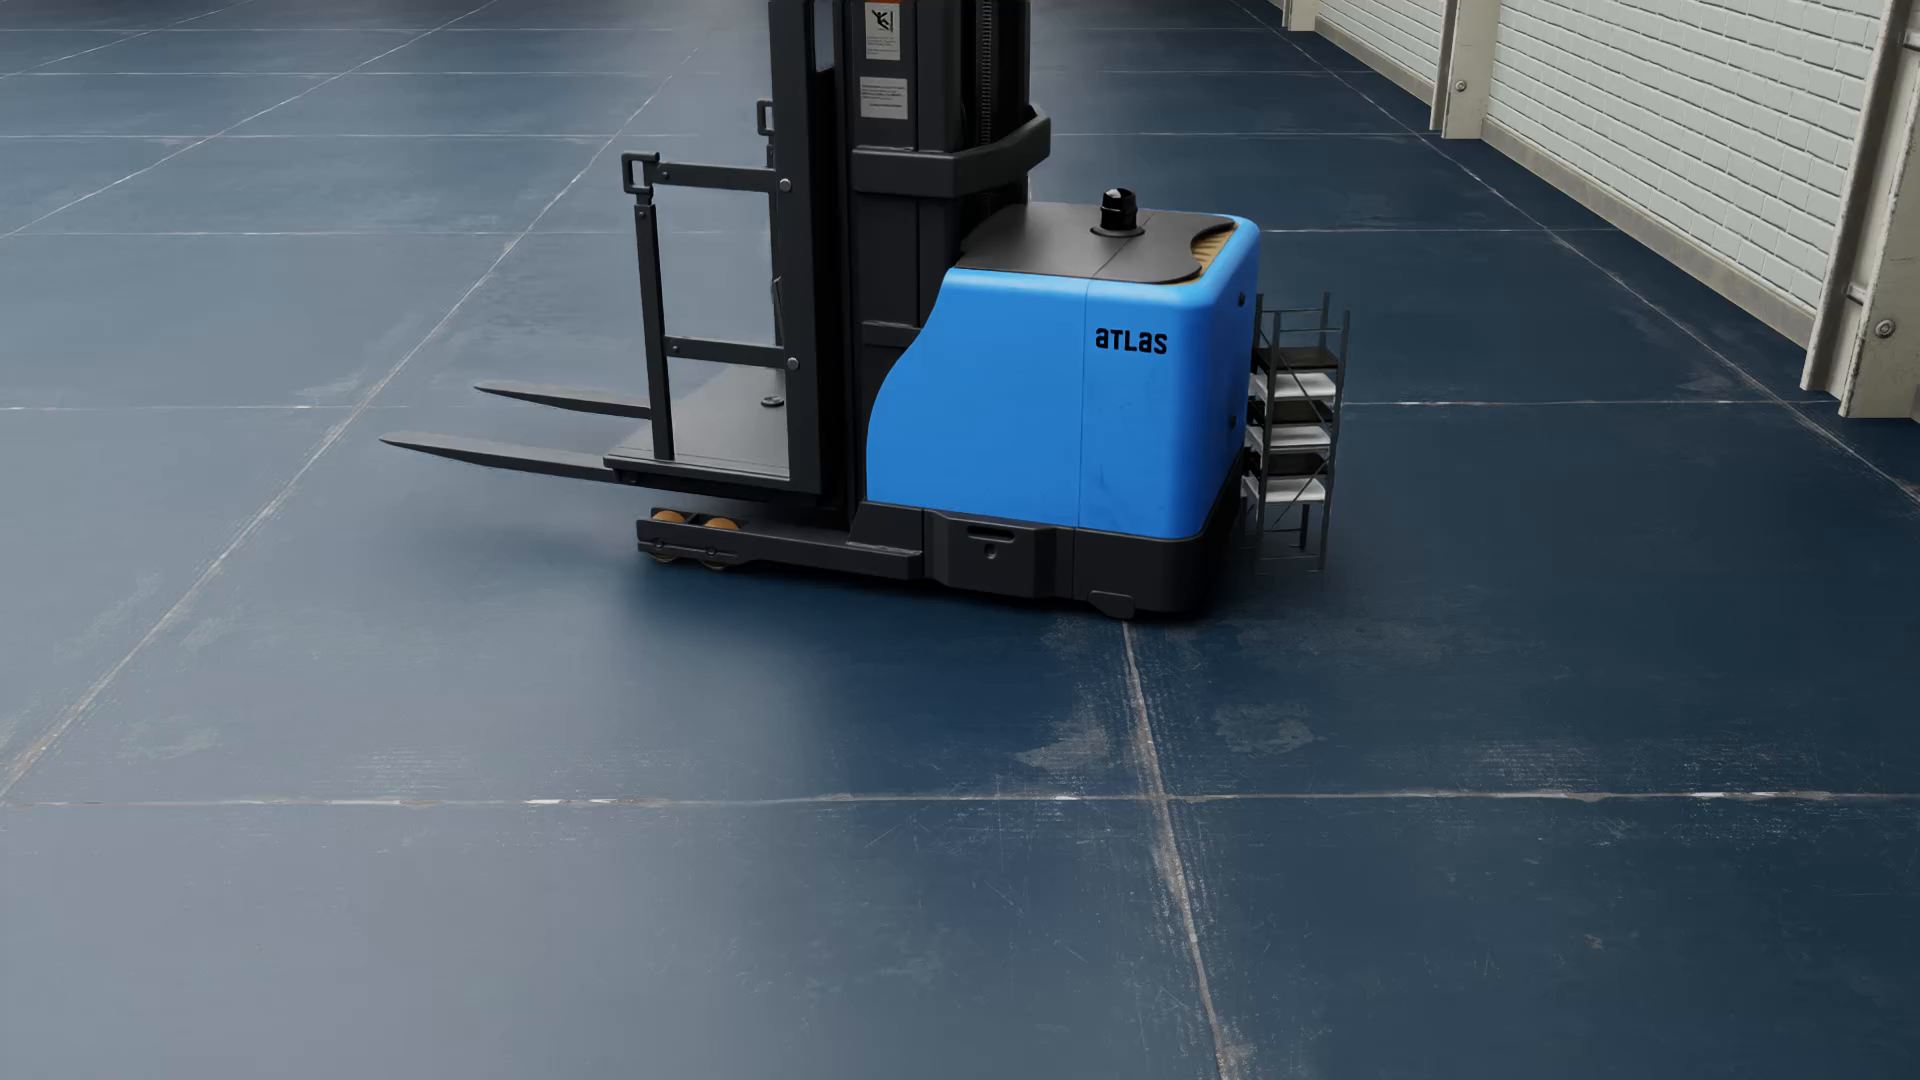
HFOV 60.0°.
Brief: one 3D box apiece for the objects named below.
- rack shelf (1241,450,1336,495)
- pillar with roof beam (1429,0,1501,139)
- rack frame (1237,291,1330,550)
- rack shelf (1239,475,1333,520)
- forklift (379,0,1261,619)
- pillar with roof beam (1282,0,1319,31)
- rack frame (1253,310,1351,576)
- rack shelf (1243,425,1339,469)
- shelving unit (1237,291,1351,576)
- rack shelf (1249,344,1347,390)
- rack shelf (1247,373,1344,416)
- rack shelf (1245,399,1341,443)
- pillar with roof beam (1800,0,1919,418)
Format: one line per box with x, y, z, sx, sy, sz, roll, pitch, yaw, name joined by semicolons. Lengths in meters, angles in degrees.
1.076;-0.228;5.458;0.258;0.077;0.200;-3;25;-6;rack shelf
-0.566;-7.141;10.619;9.100;9.000;0.400;0;24;-1;pillar with roof beam
1.065;-0.382;5.499;0.240;0.900;0.006;-3;25;-6;rack frame
1.076;-0.146;5.496;0.258;0.077;0.200;-3;25;-6;rack shelf
-0.566;-1.436;5.368;3.031;2.935;1.130;8;25;16;forklift
-0.632;-9.614;16.086;9.100;9.000;0.400;0;24;-1;pillar with roof beam
1.087;-0.297;5.315;0.240;0.900;0.006;-3;25;-6;rack frame
1.076;-0.309;5.421;0.258;0.077;0.200;-3;25;-6;rack shelf
1.076;-0.340;5.407;0.258;0.900;0.210;-3;25;-6;shelving unit
1.076;-0.554;5.308;0.258;0.077;0.200;-3;25;-6;rack shelf
1.076;-0.473;5.345;0.258;0.077;0.200;-3;25;-6;rack shelf
1.076;-0.391;5.383;0.258;0.077;0.200;-3;25;-6;rack shelf
-0.501;-4.669;5.153;9.100;9.000;0.400;0;24;-1;pillar with roof beam
